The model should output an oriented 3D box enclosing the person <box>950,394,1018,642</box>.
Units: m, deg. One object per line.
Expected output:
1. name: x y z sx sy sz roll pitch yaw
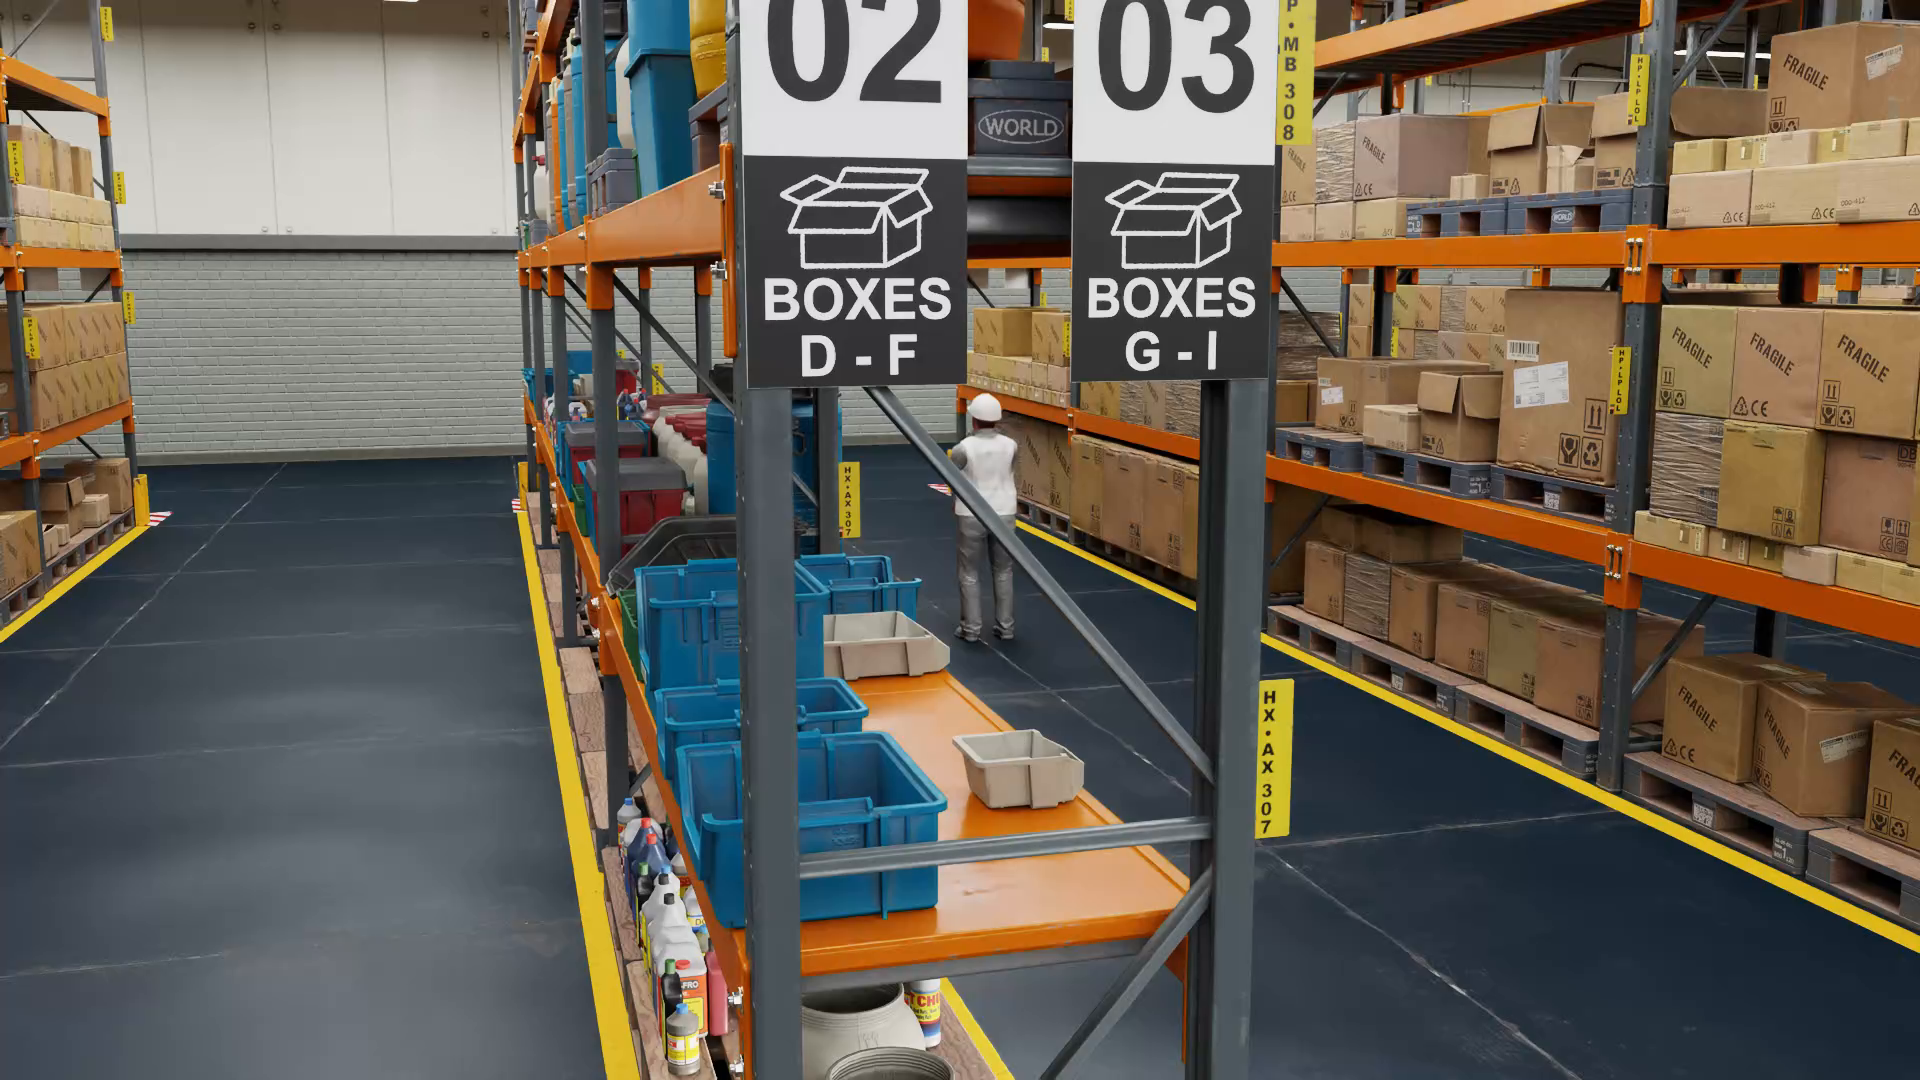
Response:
1. person: 0.144 -0.177 11.916 0.494 1.763 0.549 -2 9 -15
